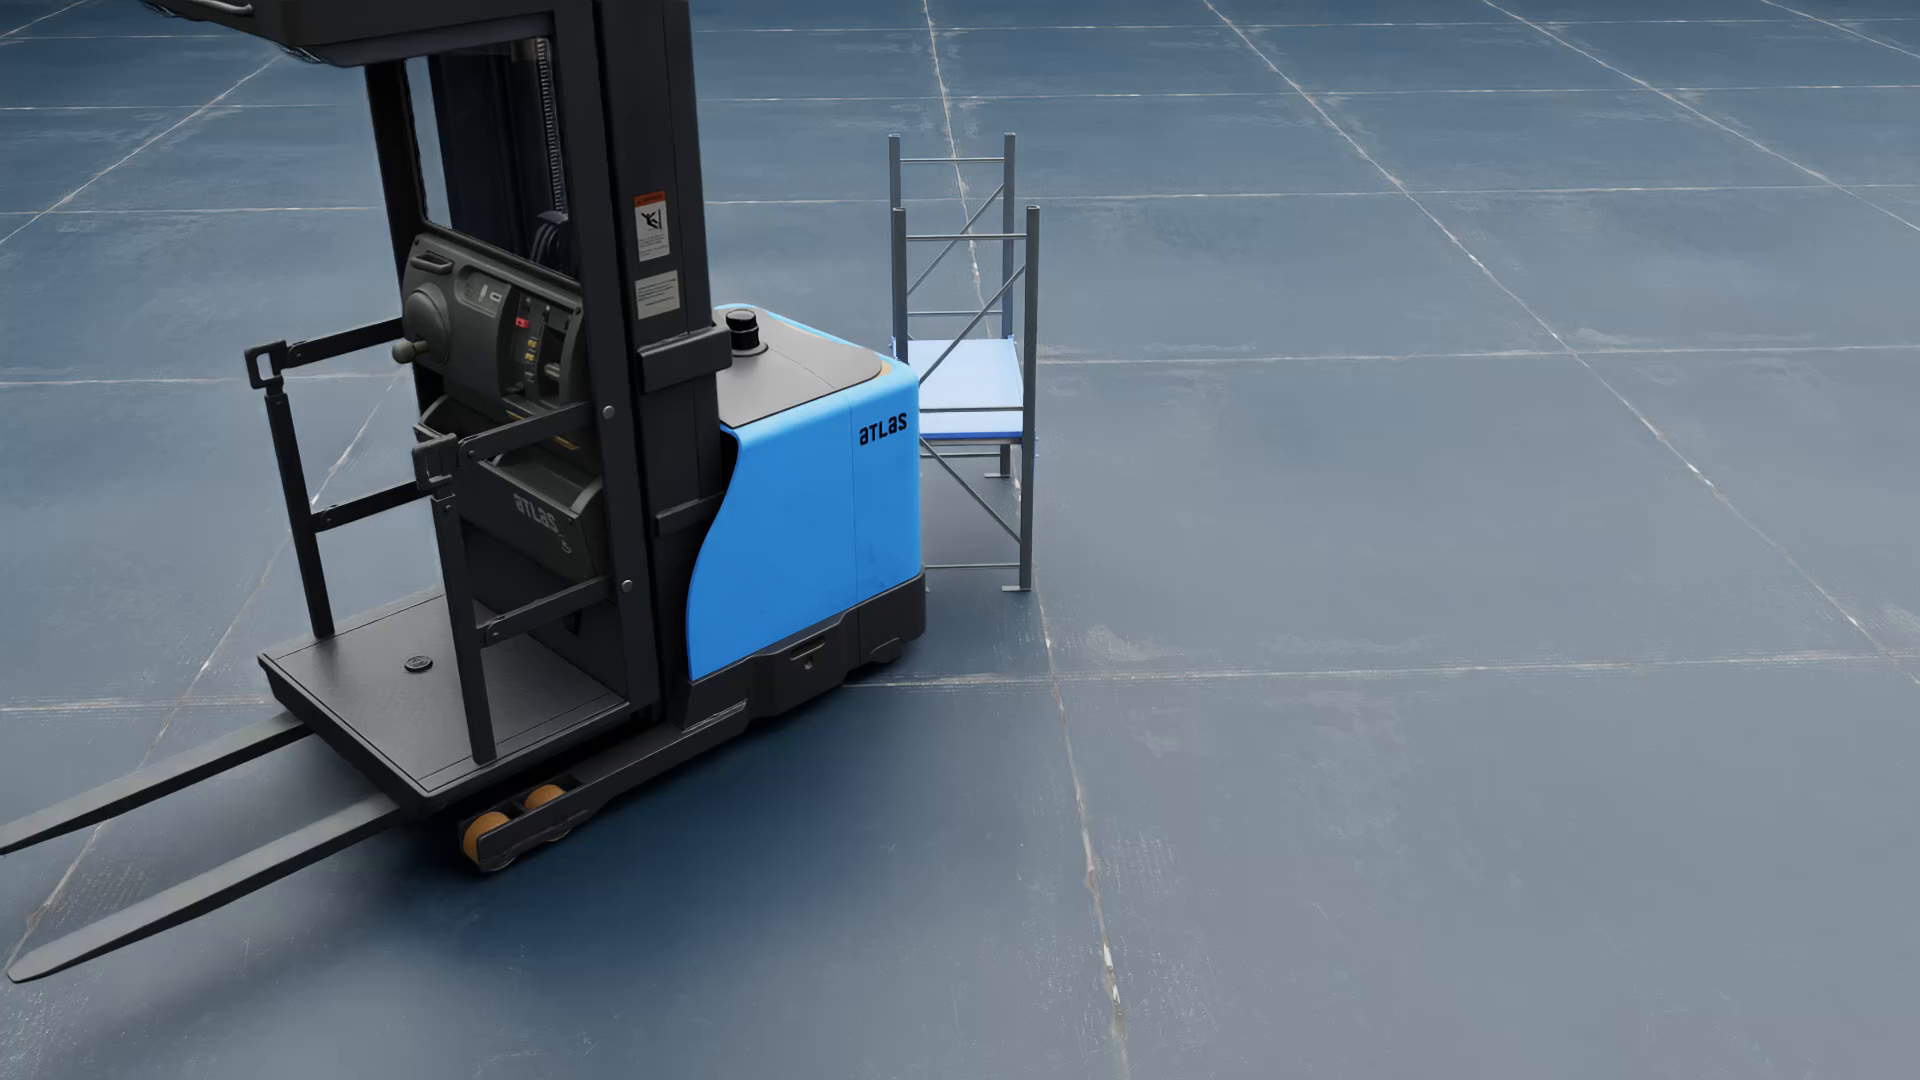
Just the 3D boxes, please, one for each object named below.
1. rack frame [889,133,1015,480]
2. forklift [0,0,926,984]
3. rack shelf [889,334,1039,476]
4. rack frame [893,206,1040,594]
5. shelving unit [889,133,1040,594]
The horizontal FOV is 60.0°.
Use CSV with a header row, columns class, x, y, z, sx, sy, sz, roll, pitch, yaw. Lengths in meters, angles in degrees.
class,x,y,z,sx,sy,sz,roll,pitch,yaw
rack frame,-0.031,-0.939,6.929,0.500,1.500,0.032,-1,28,-3
forklift,-1.522,-0.599,4.729,3.031,2.935,1.130,-25,36,-39
rack shelf,-0.004,-0.545,6.562,0.538,0.185,1.000,-1,28,-3
rack frame,0.022,-0.470,6.029,0.500,1.500,0.032,-1,28,-3
shelving unit,-0.004,-0.704,6.479,0.538,1.500,1.048,-1,28,-3
